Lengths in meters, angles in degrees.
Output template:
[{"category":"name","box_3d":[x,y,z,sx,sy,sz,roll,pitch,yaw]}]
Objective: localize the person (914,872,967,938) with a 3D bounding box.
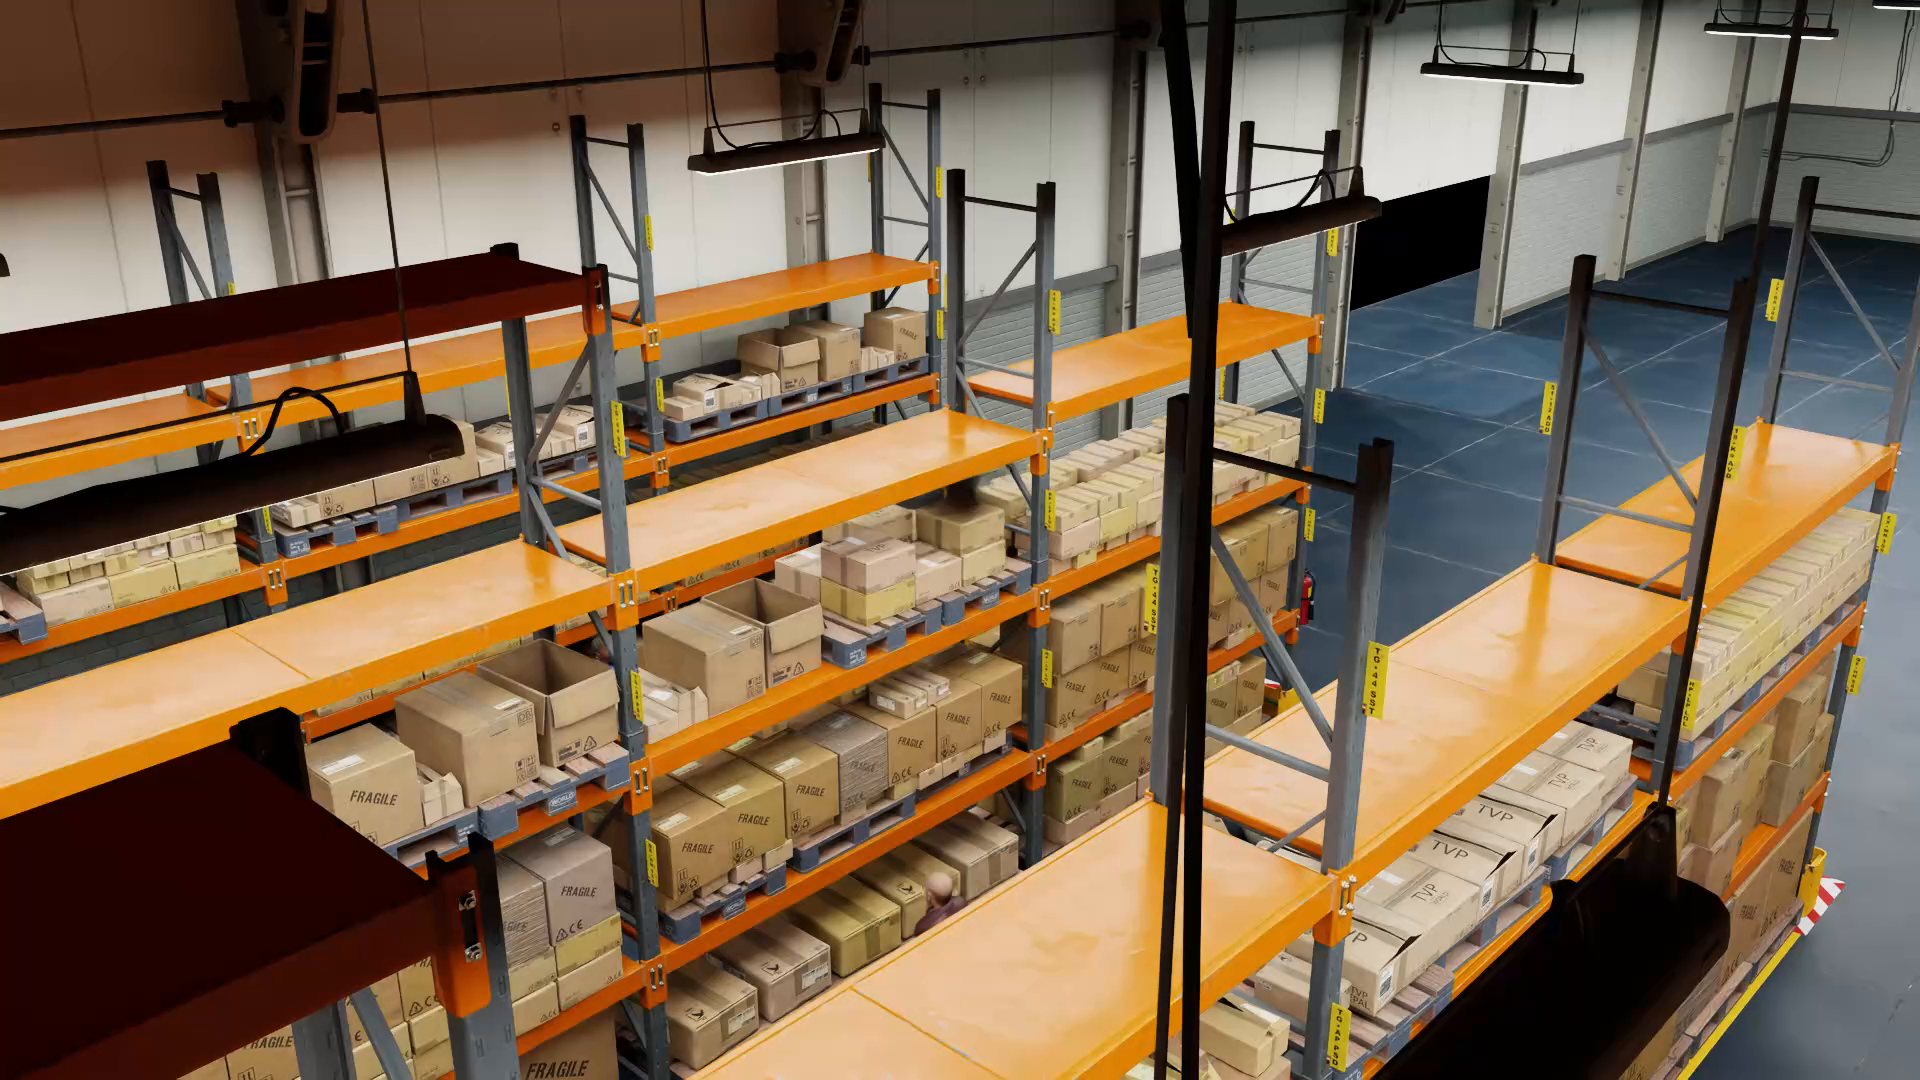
[{"category":"person","box_3d":[-0.181,3.169,11.630,0.440,1.586,0.655,8,23,19]}]

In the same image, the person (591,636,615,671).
[{"category":"person","box_3d":[-3.199,1.666,15.477,0.515,1.648,0.413,-11,24,-25]}]
